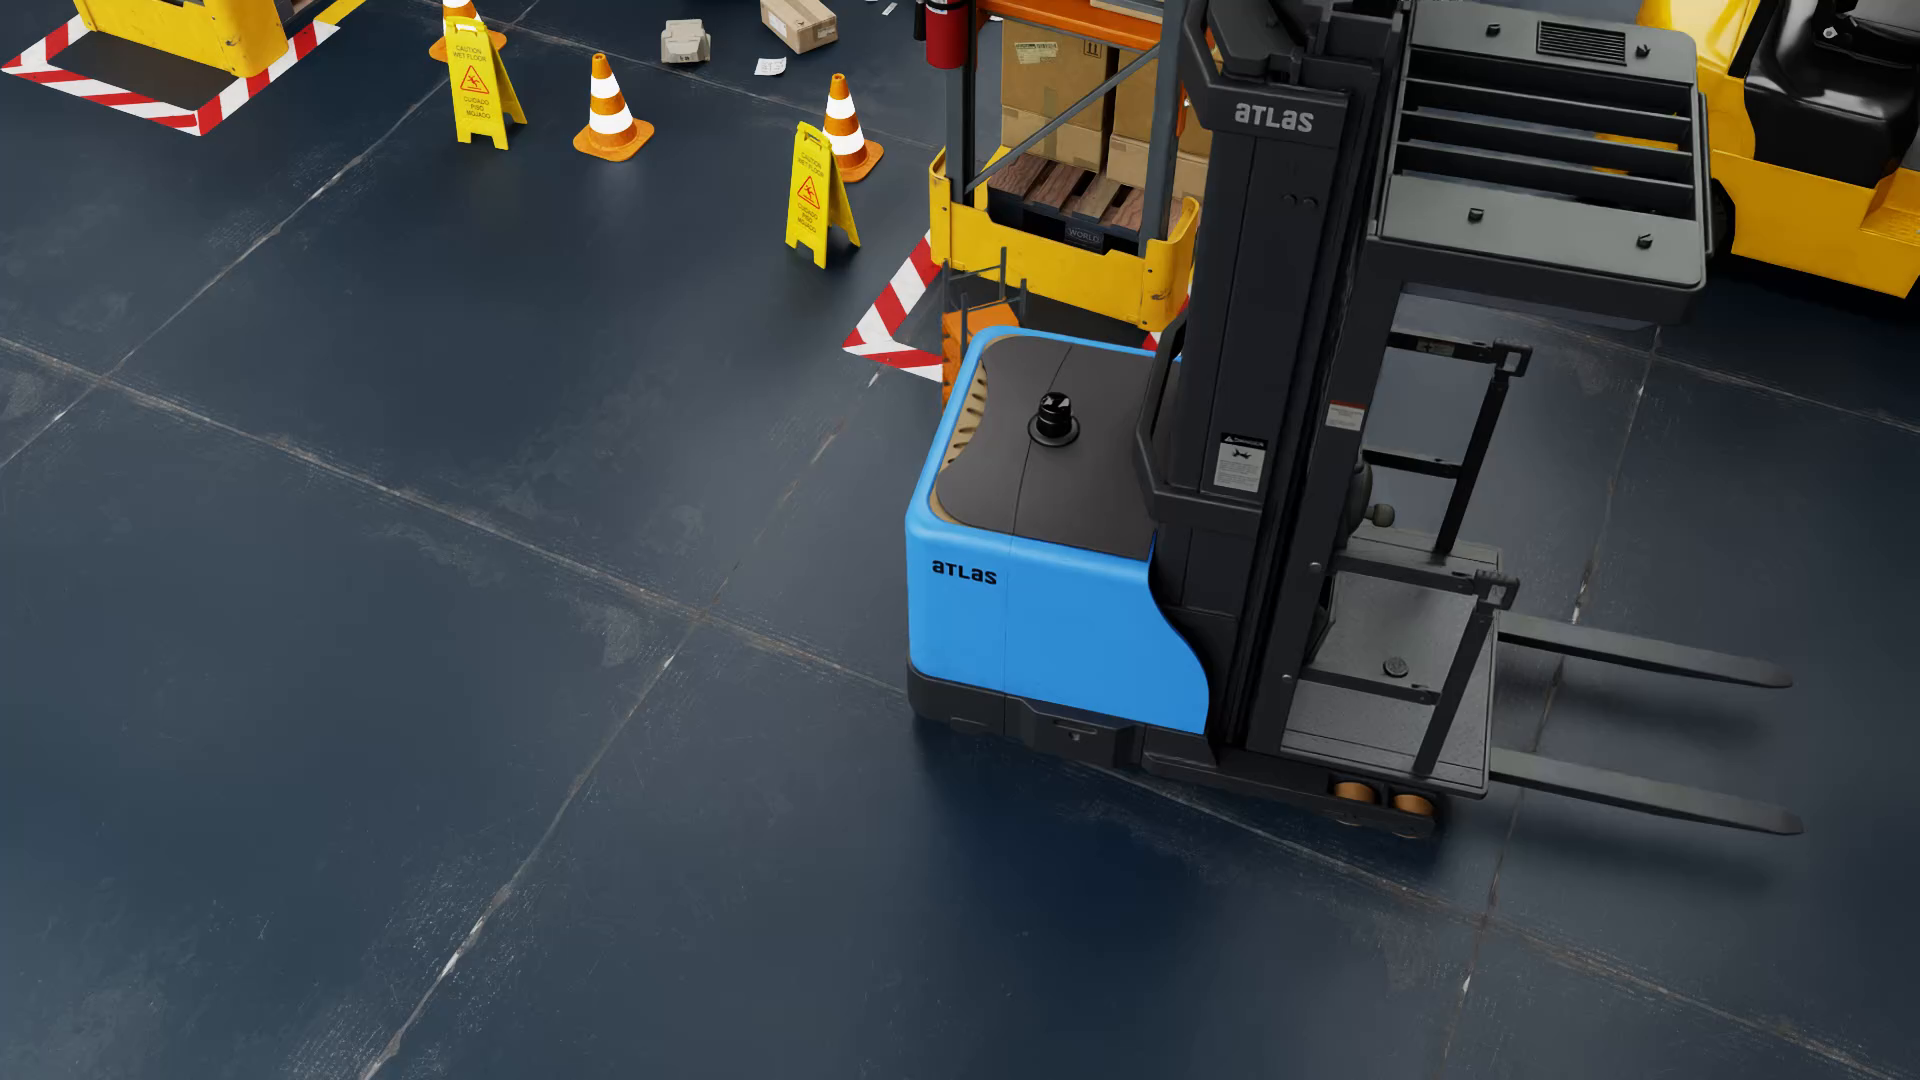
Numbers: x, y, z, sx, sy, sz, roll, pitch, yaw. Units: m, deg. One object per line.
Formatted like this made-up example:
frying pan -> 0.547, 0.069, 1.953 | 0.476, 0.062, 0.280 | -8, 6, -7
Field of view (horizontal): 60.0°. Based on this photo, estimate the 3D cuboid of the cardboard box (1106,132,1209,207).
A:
cardboard box -> 1.007, -1.839, 7.690 | 0.500, 0.250, 0.500 | 19, 52, 16

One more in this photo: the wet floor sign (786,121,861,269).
wet floor sign -> -0.636, -1.583, 7.489 | 0.232, 0.644, 0.267 | -37, 59, -27

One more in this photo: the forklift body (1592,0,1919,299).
forklift body -> 4.063, -2.141, 6.974 | 2.313, 2.155, 1.214 | 20, 52, 16

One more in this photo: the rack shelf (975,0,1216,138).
rack shelf -> 1.267, -3.273, 7.853 | 1.077, 0.370, 4.000 | 20, 52, 16

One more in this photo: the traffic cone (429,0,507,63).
traffic cone -> -2.595, -2.751, 8.603 | 0.336, 0.463, 0.334 | 20, 52, 16

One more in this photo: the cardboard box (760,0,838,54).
cardboard box -> -0.854, -2.764, 8.820 | 0.250, 0.149, 0.380 | -28, 55, -22

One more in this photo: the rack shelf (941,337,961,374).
rack shelf -> 0.082, -0.676, 6.094 | 0.258, 0.103, 0.180 | -16, 51, -14

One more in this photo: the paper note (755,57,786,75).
paper note -> -0.983, -2.465, 8.643 | 0.148, 0.019, 0.142 | 4, 50, 3

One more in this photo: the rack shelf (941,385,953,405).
rack shelf -> 0.081, -0.519, 6.276 | 0.258, 0.103, 0.180 | -16, 51, -14

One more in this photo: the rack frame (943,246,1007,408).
rack frame -> 0.048, -0.613, 6.297 | 0.240, 1.200, 0.006 | -16, 51, -14

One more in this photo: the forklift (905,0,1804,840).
forklift -> 1.387, -0.381, 4.965 | 3.031, 2.935, 1.130 | 11, 51, 9

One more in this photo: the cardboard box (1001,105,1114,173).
cardboard box -> 0.525, -2.035, 7.857 | 0.500, 0.250, 0.500 | 20, 52, 16

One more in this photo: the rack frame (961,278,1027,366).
rack frame -> 0.114, -0.483, 6.187 | 0.240, 1.200, 0.006 | -16, 51, -14

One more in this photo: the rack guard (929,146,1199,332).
rack guard -> 0.445, -1.371, 7.404 | 1.175, 0.500, 0.348 | 20, 52, 16

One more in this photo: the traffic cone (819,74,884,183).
traffic cone -> -0.570, -2.023, 7.982 | 0.336, 0.463, 0.334 | 20, 52, 16

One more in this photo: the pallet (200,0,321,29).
pallet -> -3.835, -3.342, 9.271 | 1.003, 0.211, 1.213 | 20, 52, 16

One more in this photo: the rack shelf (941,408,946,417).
rack shelf -> 0.080, -0.441, 6.367 | 0.258, 0.103, 0.180 | -16, 51, -14

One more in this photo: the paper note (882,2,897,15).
paper note -> -0.380, -2.877, 9.007 | 0.032, 0.001, 0.123 | 20, 52, 16

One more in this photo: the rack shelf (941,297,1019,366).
rack shelf -> 0.083, -0.754, 6.003 | 0.258, 0.103, 0.180 | -16, 51, -14

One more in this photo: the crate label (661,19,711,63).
crate label -> -1.439, -2.606, 8.692 | 0.250, 0.136, 0.298 | -4, 50, -3

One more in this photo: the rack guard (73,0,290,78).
rack guard -> -4.116, -2.843, 8.656 | 1.175, 0.500, 0.348 | 20, 52, 16

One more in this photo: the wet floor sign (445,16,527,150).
wet floor sign -> -2.328, -2.243, 8.050 | 0.267, 0.644, 0.232 | 12, 51, 10

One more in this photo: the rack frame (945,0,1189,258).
rack frame -> 0.413, -2.129, 6.407 | 1.000, 3.000, 0.127 | 20, 52, 16

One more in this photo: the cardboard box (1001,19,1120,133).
cardboard box -> 0.519, -2.253, 7.550 | 0.500, 0.500, 0.500 | 20, 53, 16

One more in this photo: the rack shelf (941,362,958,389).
rack shelf -> 0.081, -0.597, 6.185 | 0.258, 0.103, 0.180 | -16, 51, -14

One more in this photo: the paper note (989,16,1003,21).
paper note -> 0.203, -2.852, 8.971 | 0.142, 0.019, 0.148 | 4, 50, 3

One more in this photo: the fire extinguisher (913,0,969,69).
fire extinguisher -> -0.053, -2.175, 6.497 | 0.296, 0.674, 0.183 | 20, 52, 16

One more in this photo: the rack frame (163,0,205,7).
rack frame -> -4.106, -3.670, 7.718 | 1.000, 3.000, 0.127 | 20, 52, 16

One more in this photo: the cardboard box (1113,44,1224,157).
cardboard box -> 1.017, -2.099, 7.419 | 0.500, 0.500, 0.500 | 18, 52, 15

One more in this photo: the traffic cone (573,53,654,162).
traffic cone -> -1.719, -2.150, 8.090 | 0.336, 0.463, 0.334 | 20, 52, 16

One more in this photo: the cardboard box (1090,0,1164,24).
cardboard box -> 0.745, -2.214, 6.644 | 0.380, 0.149, 0.250 | 20, 52, 16

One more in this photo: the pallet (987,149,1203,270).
pallet -> 0.824, -1.826, 7.980 | 1.003, 0.211, 1.213 | 20, 52, 16

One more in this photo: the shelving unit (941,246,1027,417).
shelving unit -> 0.081, -0.548, 6.242 | 0.258, 1.200, 0.189 | -16, 51, -14
